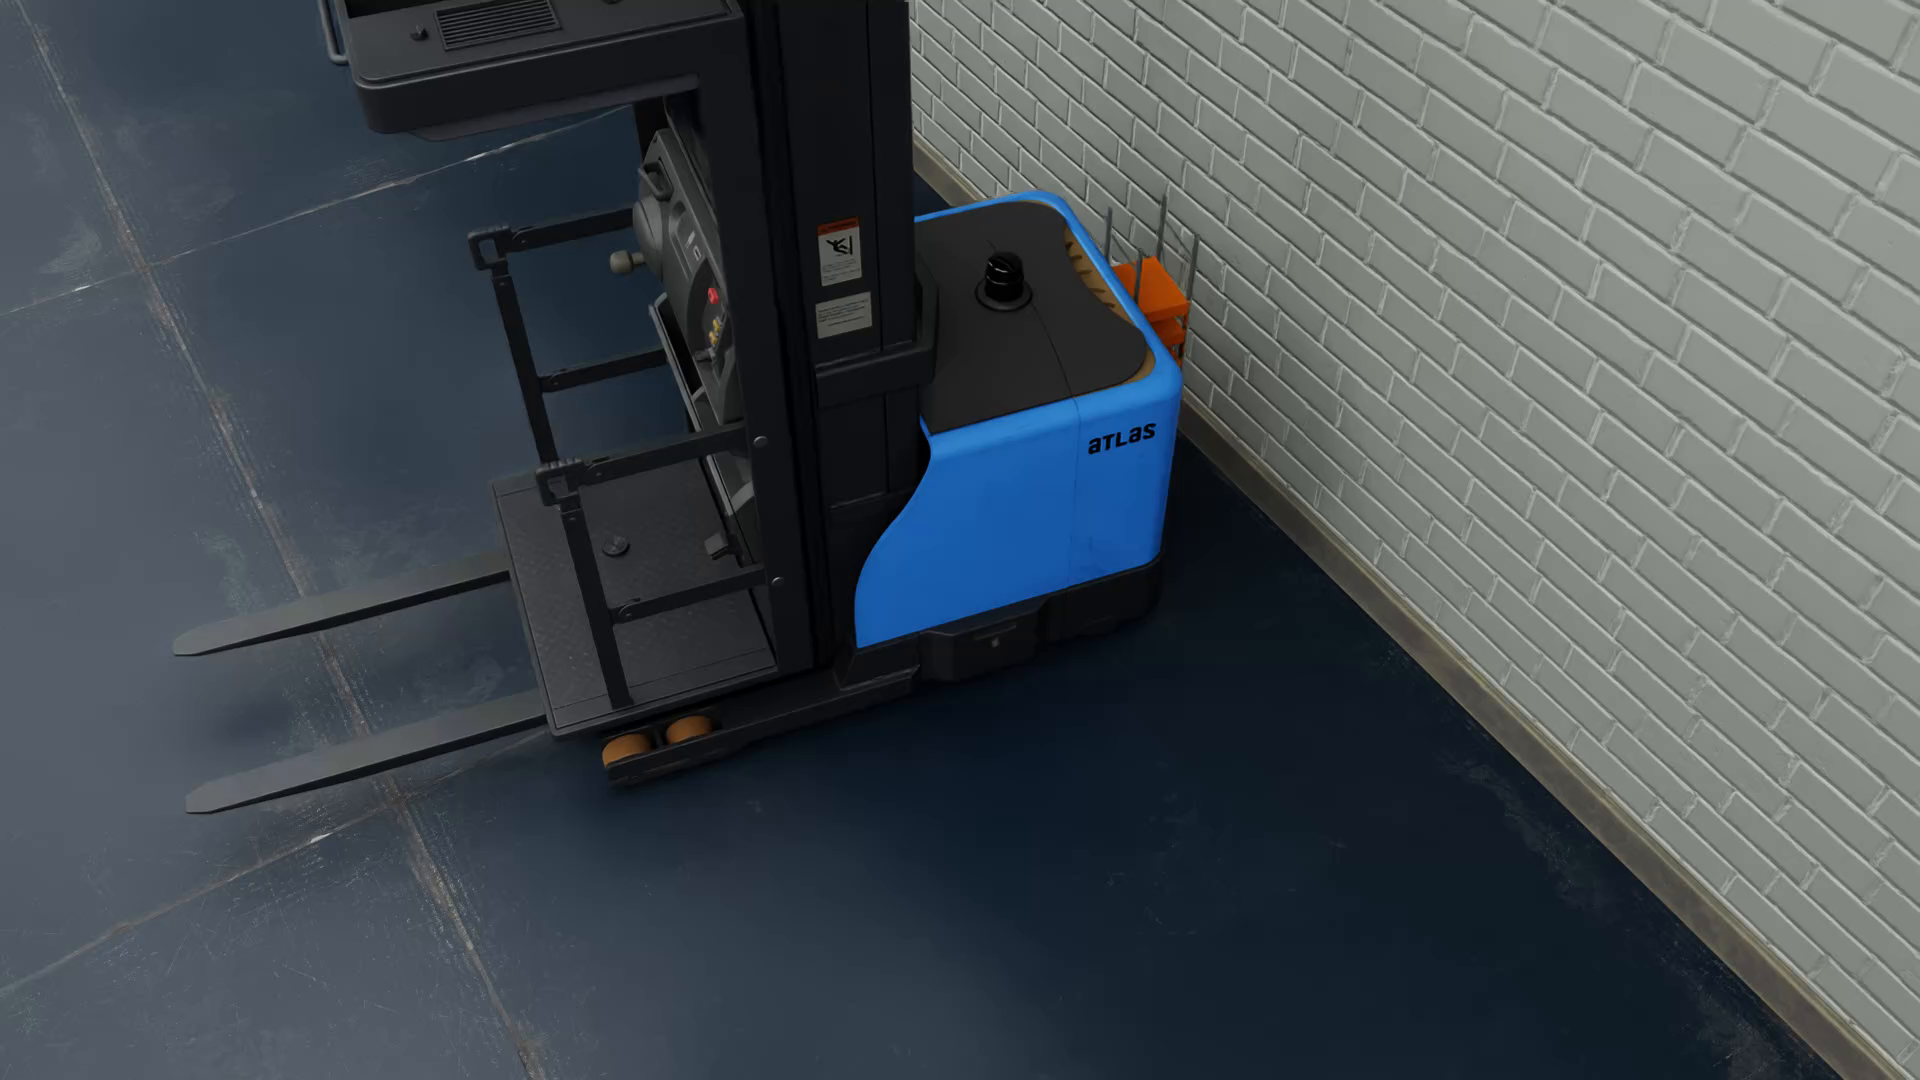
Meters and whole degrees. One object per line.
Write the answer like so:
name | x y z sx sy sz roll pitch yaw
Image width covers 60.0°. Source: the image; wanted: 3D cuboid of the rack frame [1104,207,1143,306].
rack frame | 0.494 -0.528 5.417 0.006 1.200 0.240 -16 50 -14

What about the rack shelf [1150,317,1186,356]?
rack shelf | 0.580 -0.682 5.292 0.180 0.103 0.258 -16 50 -14

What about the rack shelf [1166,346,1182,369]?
rack shelf | 0.580 -0.603 5.382 0.180 0.103 0.258 -16 50 -14

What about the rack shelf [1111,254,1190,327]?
rack shelf | 0.580 -0.762 5.203 0.180 0.103 0.258 -16 50 -14

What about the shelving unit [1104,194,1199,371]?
shelving unit | 0.580 -0.552 5.438 0.189 1.200 0.258 -16 50 -14

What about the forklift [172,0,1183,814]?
forklift | -0.915 -0.676 4.389 3.031 2.935 1.130 -16 50 -14

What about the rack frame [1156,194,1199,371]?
rack frame | 0.666 -0.576 5.460 0.006 1.200 0.240 -16 50 -14
